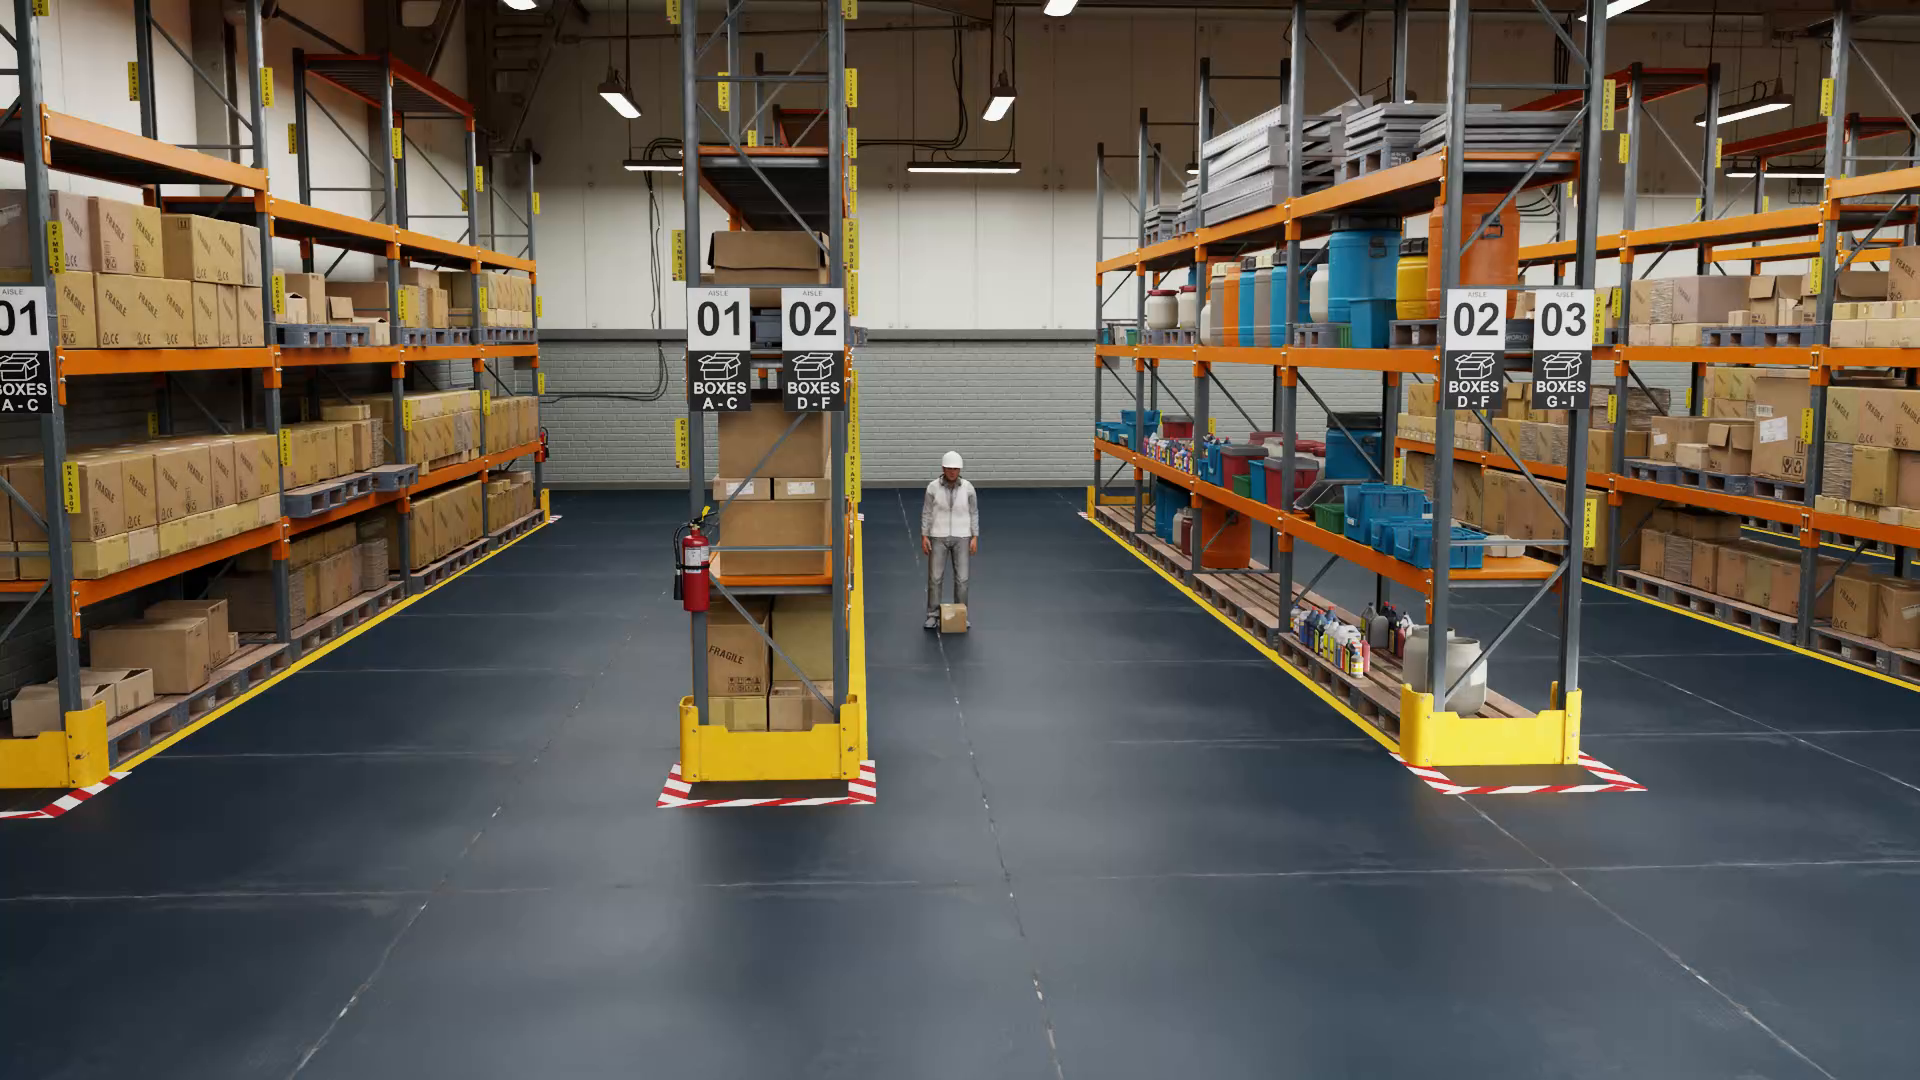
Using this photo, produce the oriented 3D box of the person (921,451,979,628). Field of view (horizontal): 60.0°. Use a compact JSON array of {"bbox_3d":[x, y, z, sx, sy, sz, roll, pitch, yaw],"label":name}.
[{"bbox_3d":[-0.101,-0.009,16.707,0.581,1.772,0.460,0,7,-3],"label":"person"}]
